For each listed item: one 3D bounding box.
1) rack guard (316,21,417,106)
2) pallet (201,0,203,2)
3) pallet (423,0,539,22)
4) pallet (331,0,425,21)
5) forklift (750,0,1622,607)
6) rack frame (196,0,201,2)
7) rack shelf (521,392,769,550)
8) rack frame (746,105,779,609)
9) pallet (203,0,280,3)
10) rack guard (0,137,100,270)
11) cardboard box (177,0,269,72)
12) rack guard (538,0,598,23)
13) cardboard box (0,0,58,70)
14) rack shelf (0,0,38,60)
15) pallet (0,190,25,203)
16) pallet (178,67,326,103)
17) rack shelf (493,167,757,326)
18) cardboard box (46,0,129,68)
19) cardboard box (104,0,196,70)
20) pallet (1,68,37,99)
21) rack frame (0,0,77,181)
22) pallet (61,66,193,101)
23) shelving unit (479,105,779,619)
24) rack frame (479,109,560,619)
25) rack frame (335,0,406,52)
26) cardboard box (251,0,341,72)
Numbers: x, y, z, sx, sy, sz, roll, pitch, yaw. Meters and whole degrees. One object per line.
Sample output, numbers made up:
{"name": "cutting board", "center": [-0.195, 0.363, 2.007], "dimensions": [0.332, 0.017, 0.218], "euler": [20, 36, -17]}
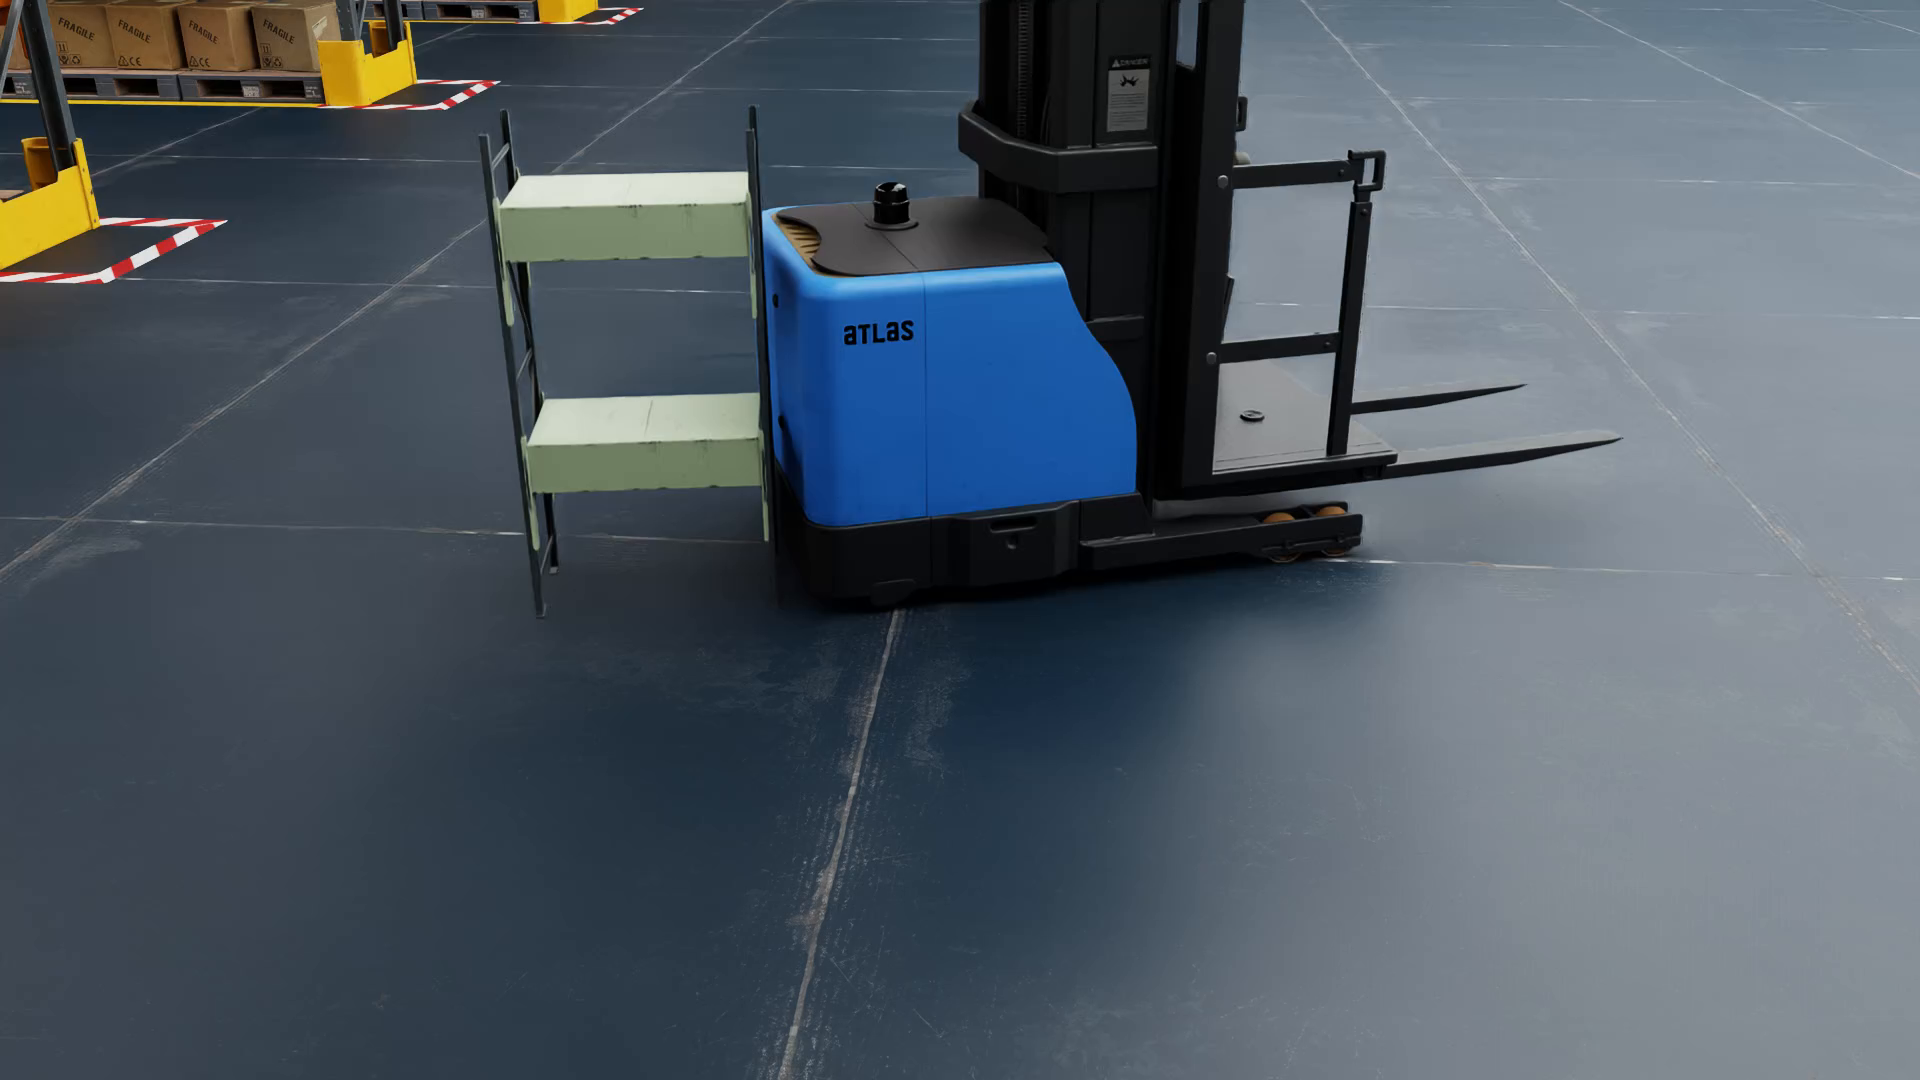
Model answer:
{"name": "rack guard", "center": [-4.872, -3.935, 13.704], "dimensions": [0.348, 0.500, 1.175], "euler": [2, 25, 4]}
{"name": "pallet", "center": [-9.079, -5.987, 18.509], "dimensions": [1.213, 0.211, 1.003], "euler": [2, 25, 4]}
{"name": "pallet", "center": [-5.119, -5.859, 18.230], "dimensions": [1.213, 0.211, 1.003], "euler": [2, 25, 4]}
{"name": "pallet", "center": [-6.332, -5.899, 18.317], "dimensions": [1.213, 0.211, 1.003], "euler": [2, 25, 4]}
{"name": "forklift", "center": [0.855, -1.458, 5.412], "dimensions": [3.031, 2.935, 1.130], "euler": [-7, 26, -15]}
{"name": "rack frame", "center": [-8.304, -7.260, 17.940], "dimensions": [0.127, 3.000, 1.000], "euler": [2, 25, 4]}
{"name": "rack shelf", "center": [-0.971, -0.235, 5.247], "dimensions": [0.720, 0.370, 0.431], "euler": [-2, 25, -5]}
{"name": "rack frame", "center": [-0.606, -0.546, 5.142], "dimensions": [0.023, 1.500, 0.400], "euler": [-2, 25, -5]}
{"name": "pallet", "center": [-7.551, -5.937, 18.399], "dimensions": [1.213, 0.211, 1.003], "euler": [2, 25, 4]}
{"name": "rack guard", "center": [-5.254, -1.851, 9.175], "dimensions": [0.348, 0.500, 1.175], "euler": [2, 25, 4]}
{"name": "cardboard box", "center": [-6.016, -4.155, 13.680], "dimensions": [0.500, 0.500, 0.500], "euler": [8, 26, 18]}
{"name": "rack guard", "center": [-4.291, -5.996, 18.183], "dimensions": [0.348, 0.500, 1.175], "euler": [2, 25, 4]}
{"name": "cardboard box", "center": [-7.817, -4.207, 13.792], "dimensions": [0.500, 0.500, 0.500], "euler": [10, 27, 21]}
{"name": "rack shelf", "center": [-7.169, -2.741, 8.980], "dimensions": [4.000, 0.370, 1.077], "euler": [2, 25, 4]}
{"name": "pallet", "center": [-6.064, -1.748, 9.297], "dimensions": [1.213, 0.211, 1.003], "euler": [2, 25, 4]}
{"name": "pallet", "center": [-5.679, -3.845, 13.853], "dimensions": [1.213, 0.211, 1.003], "euler": [2, 25, 4]}
{"name": "rack shelf", "center": [-0.971, -0.886, 4.948], "dimensions": [0.720, 0.370, 0.431], "euler": [-2, 25, -5]}
{"name": "cardboard box", "center": [-7.192, -4.220, 13.820], "dimensions": [0.500, 0.500, 0.500], "euler": [0, 25, -1]}
{"name": "cardboard box", "center": [-6.638, -4.183, 13.741], "dimensions": [0.500, 0.500, 0.500], "euler": [4, 25, 9]}
{"name": "pallet", "center": [-8.112, -3.923, 14.023], "dimensions": [1.213, 0.211, 1.003], "euler": [2, 25, 4]}
{"name": "rack frame", "center": [-5.175, -3.004, 8.690], "dimensions": [0.127, 3.000, 1.000], "euler": [2, 25, 4]}
{"name": "pallet", "center": [-6.892, -3.885, 13.940], "dimensions": [1.213, 0.211, 1.003], "euler": [2, 25, 4]}
{"name": "shelving unit", "center": [-0.971, -0.531, 5.111], "dimensions": [0.755, 1.500, 0.431], "euler": [-2, 25, -5]}
{"name": "rack frame", "center": [-1.335, -0.517, 5.080], "dimensions": [0.023, 1.500, 0.400], "euler": [-2, 25, -5]}
{"name": "rack frame", "center": [-4.796, -5.068, 13.176], "dimensions": [0.127, 3.000, 1.000], "euler": [2, 25, 4]}
{"name": "cardboard box", "center": [-5.417, -4.151, 13.670], "dimensions": [0.500, 0.500, 0.500], "euler": [6, 25, 14]}
